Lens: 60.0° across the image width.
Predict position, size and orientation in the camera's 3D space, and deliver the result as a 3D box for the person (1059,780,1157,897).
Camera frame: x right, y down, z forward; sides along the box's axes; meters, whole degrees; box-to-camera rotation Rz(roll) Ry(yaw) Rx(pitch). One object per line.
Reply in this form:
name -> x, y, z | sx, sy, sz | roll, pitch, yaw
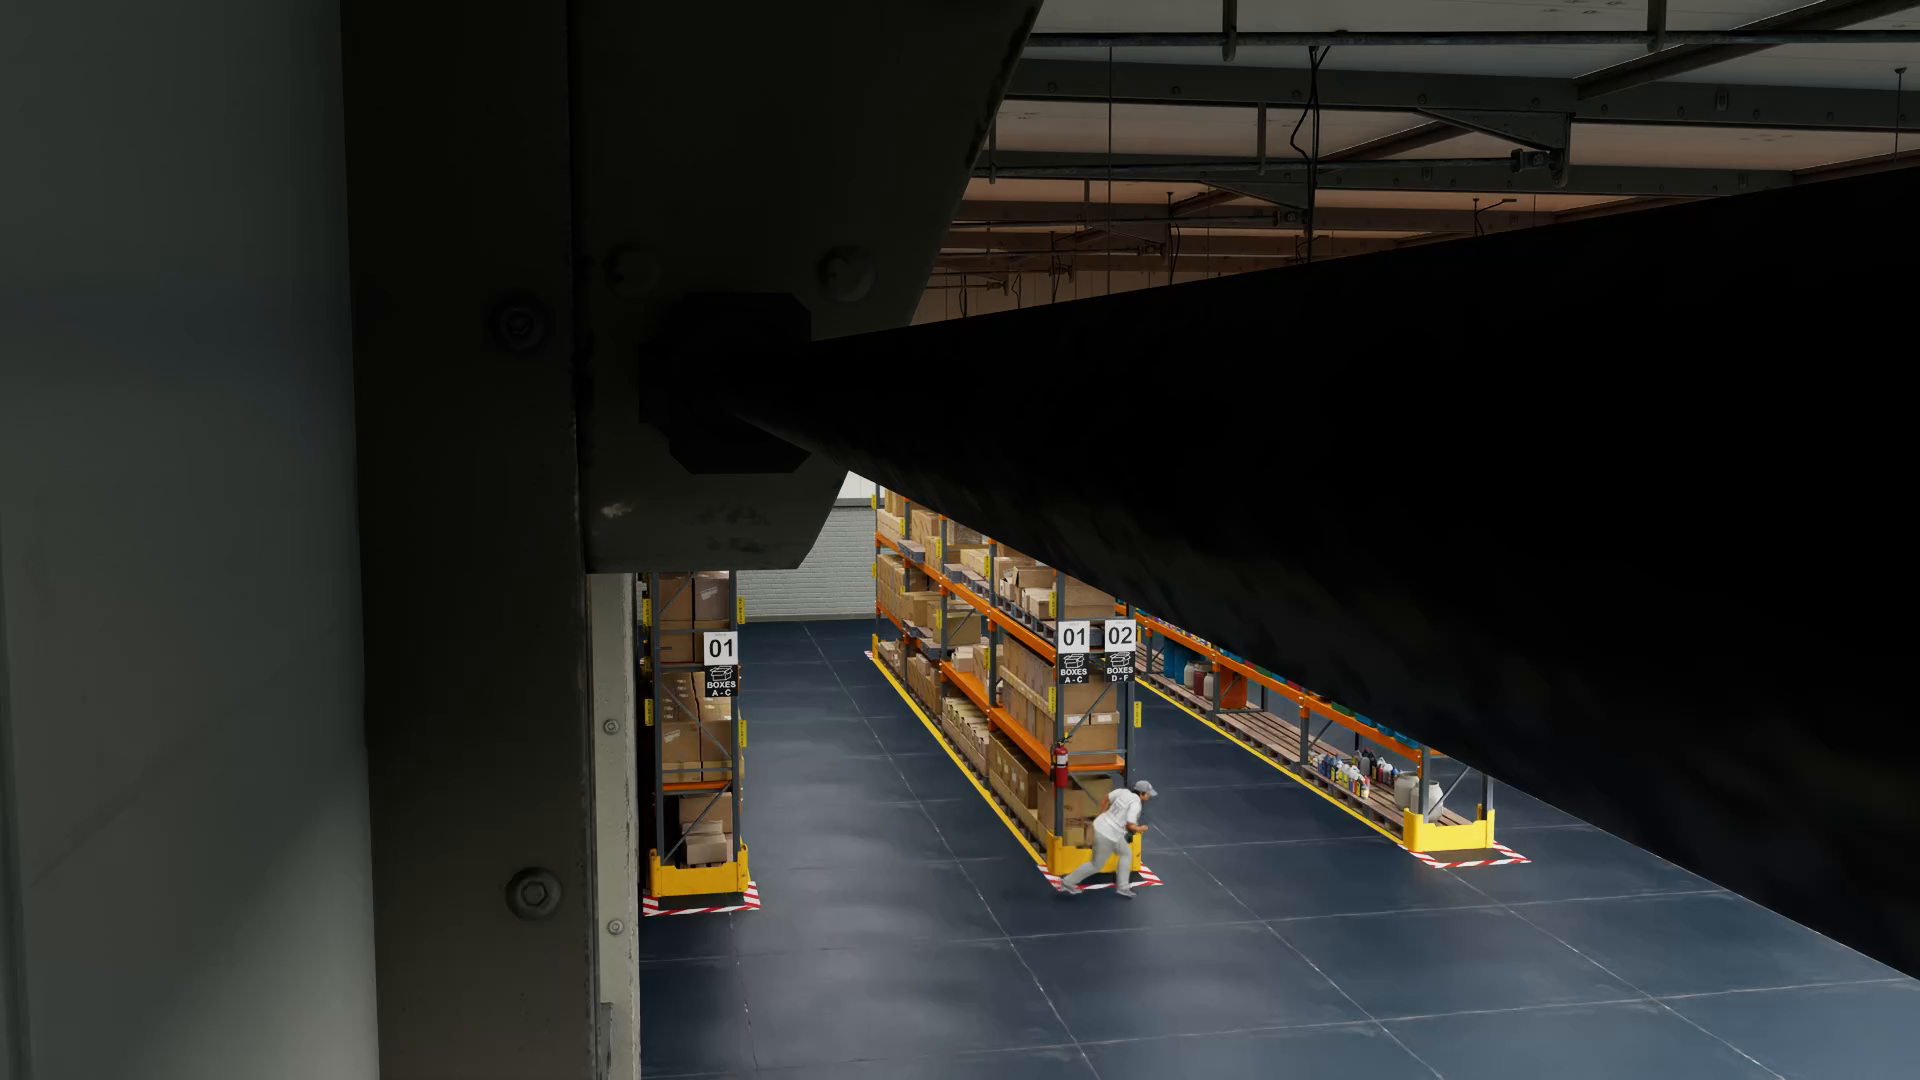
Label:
person -> 1.775, 3.597, 19.864 | 1.162, 1.460, 0.587 | -1, 6, -7
